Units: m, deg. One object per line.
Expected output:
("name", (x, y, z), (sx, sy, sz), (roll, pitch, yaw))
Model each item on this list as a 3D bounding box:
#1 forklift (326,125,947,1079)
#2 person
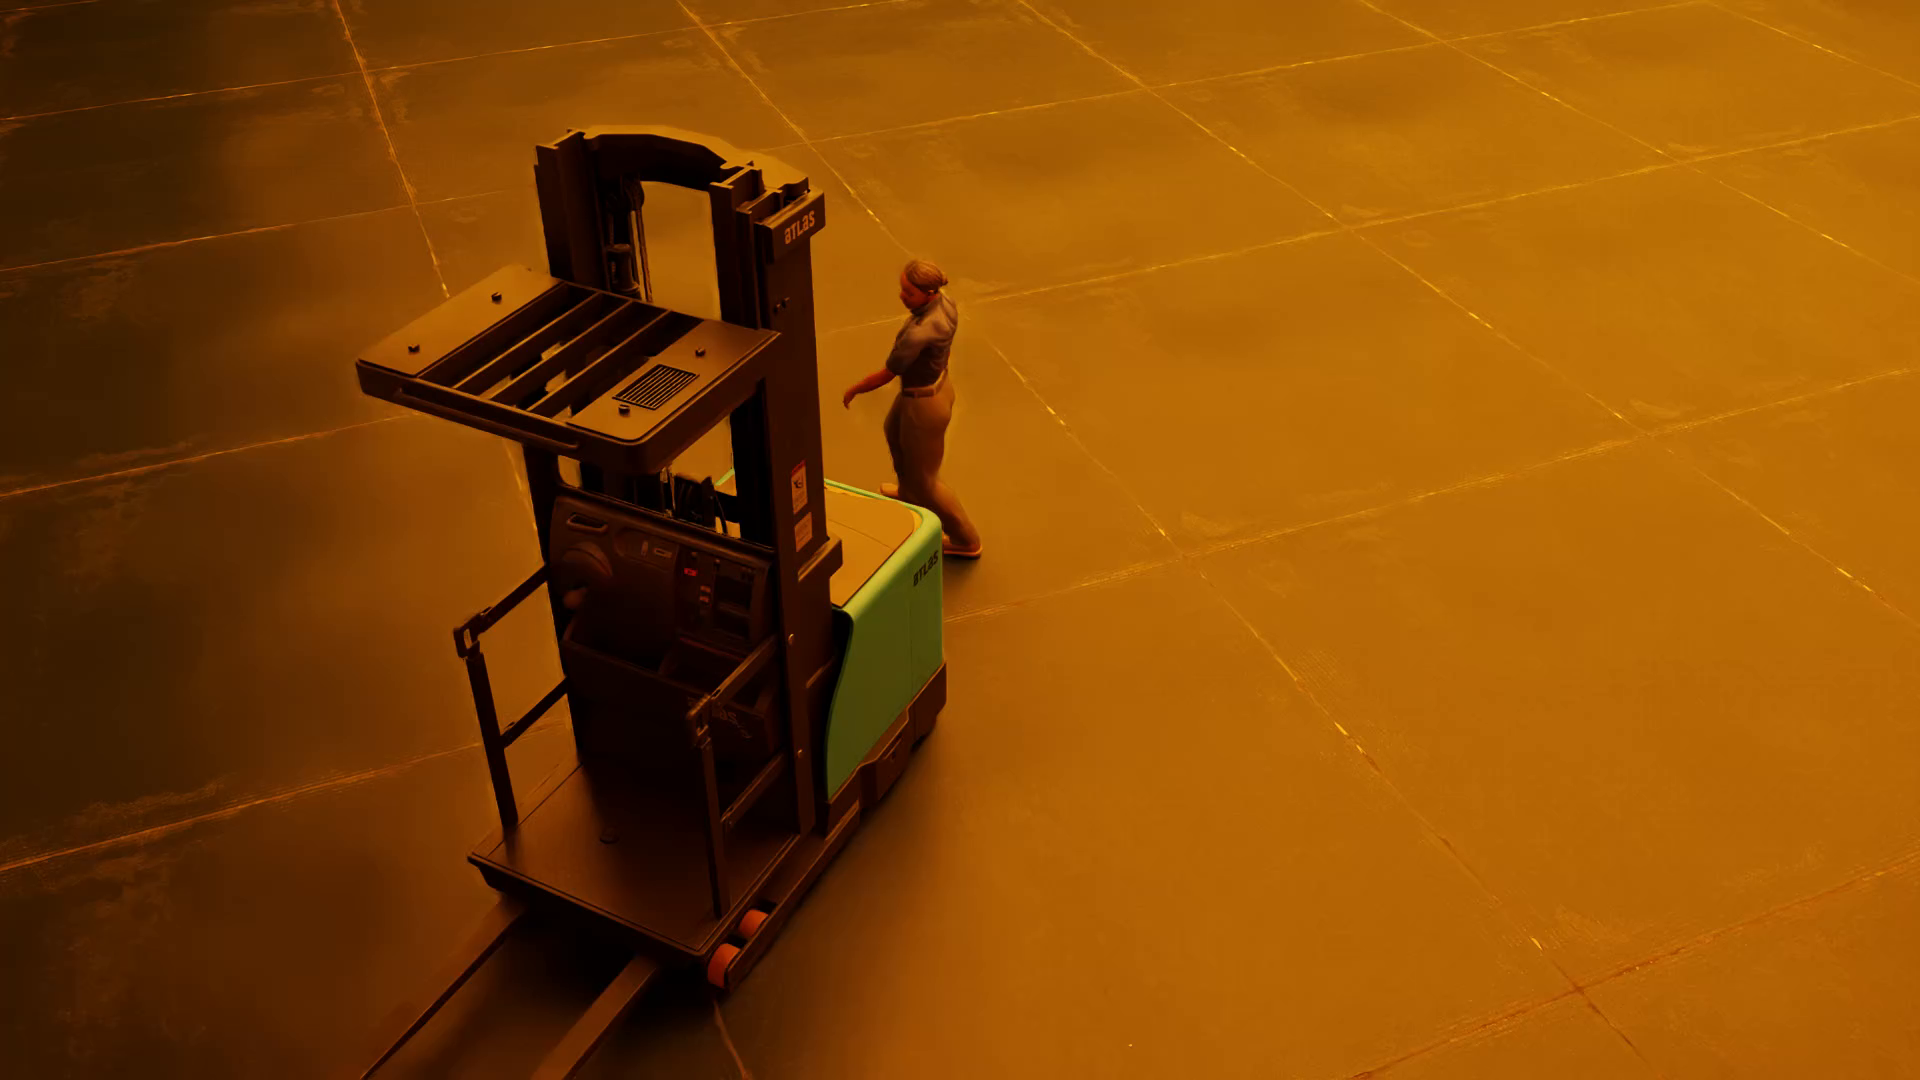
("forklift", (-1.187, 0.194, 5.826), (1.130, 2.935, 3.031), (17, 39, 22))
("person", (-0.203, -0.713, 8.262), (0.710, 1.593, 0.586), (6, 36, 9))
